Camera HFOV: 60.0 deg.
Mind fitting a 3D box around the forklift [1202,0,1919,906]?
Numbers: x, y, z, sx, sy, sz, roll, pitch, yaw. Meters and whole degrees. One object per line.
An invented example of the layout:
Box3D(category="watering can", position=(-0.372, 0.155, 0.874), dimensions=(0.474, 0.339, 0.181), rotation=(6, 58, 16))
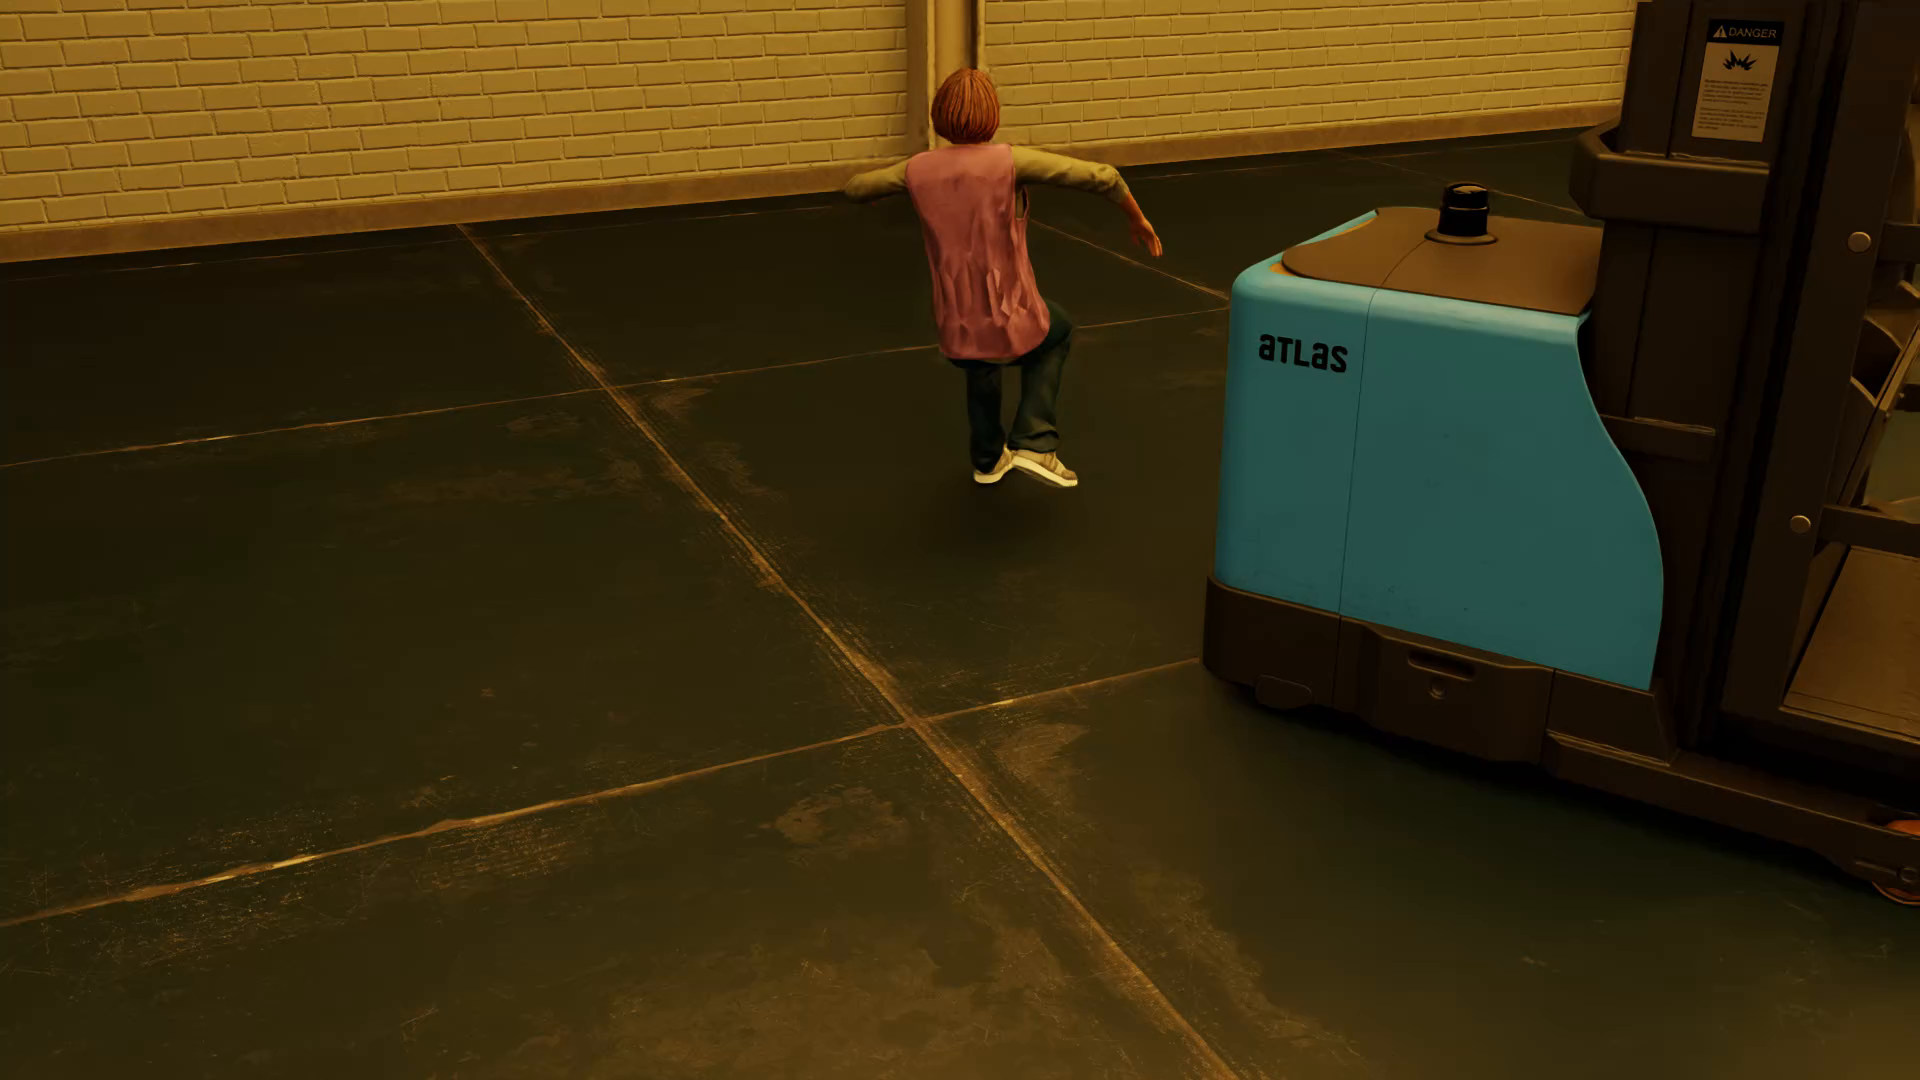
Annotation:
Box3D(category="forklift", position=(2.119, -0.812, 3.240), dimensions=(3.031, 2.935, 1.130), rotation=(14, 27, 31))

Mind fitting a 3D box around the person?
Box3D(category="person", position=(0.132, -0.775, 5.146), dimensions=(0.999, 1.381, 0.746), rotation=(5, 23, 13))
